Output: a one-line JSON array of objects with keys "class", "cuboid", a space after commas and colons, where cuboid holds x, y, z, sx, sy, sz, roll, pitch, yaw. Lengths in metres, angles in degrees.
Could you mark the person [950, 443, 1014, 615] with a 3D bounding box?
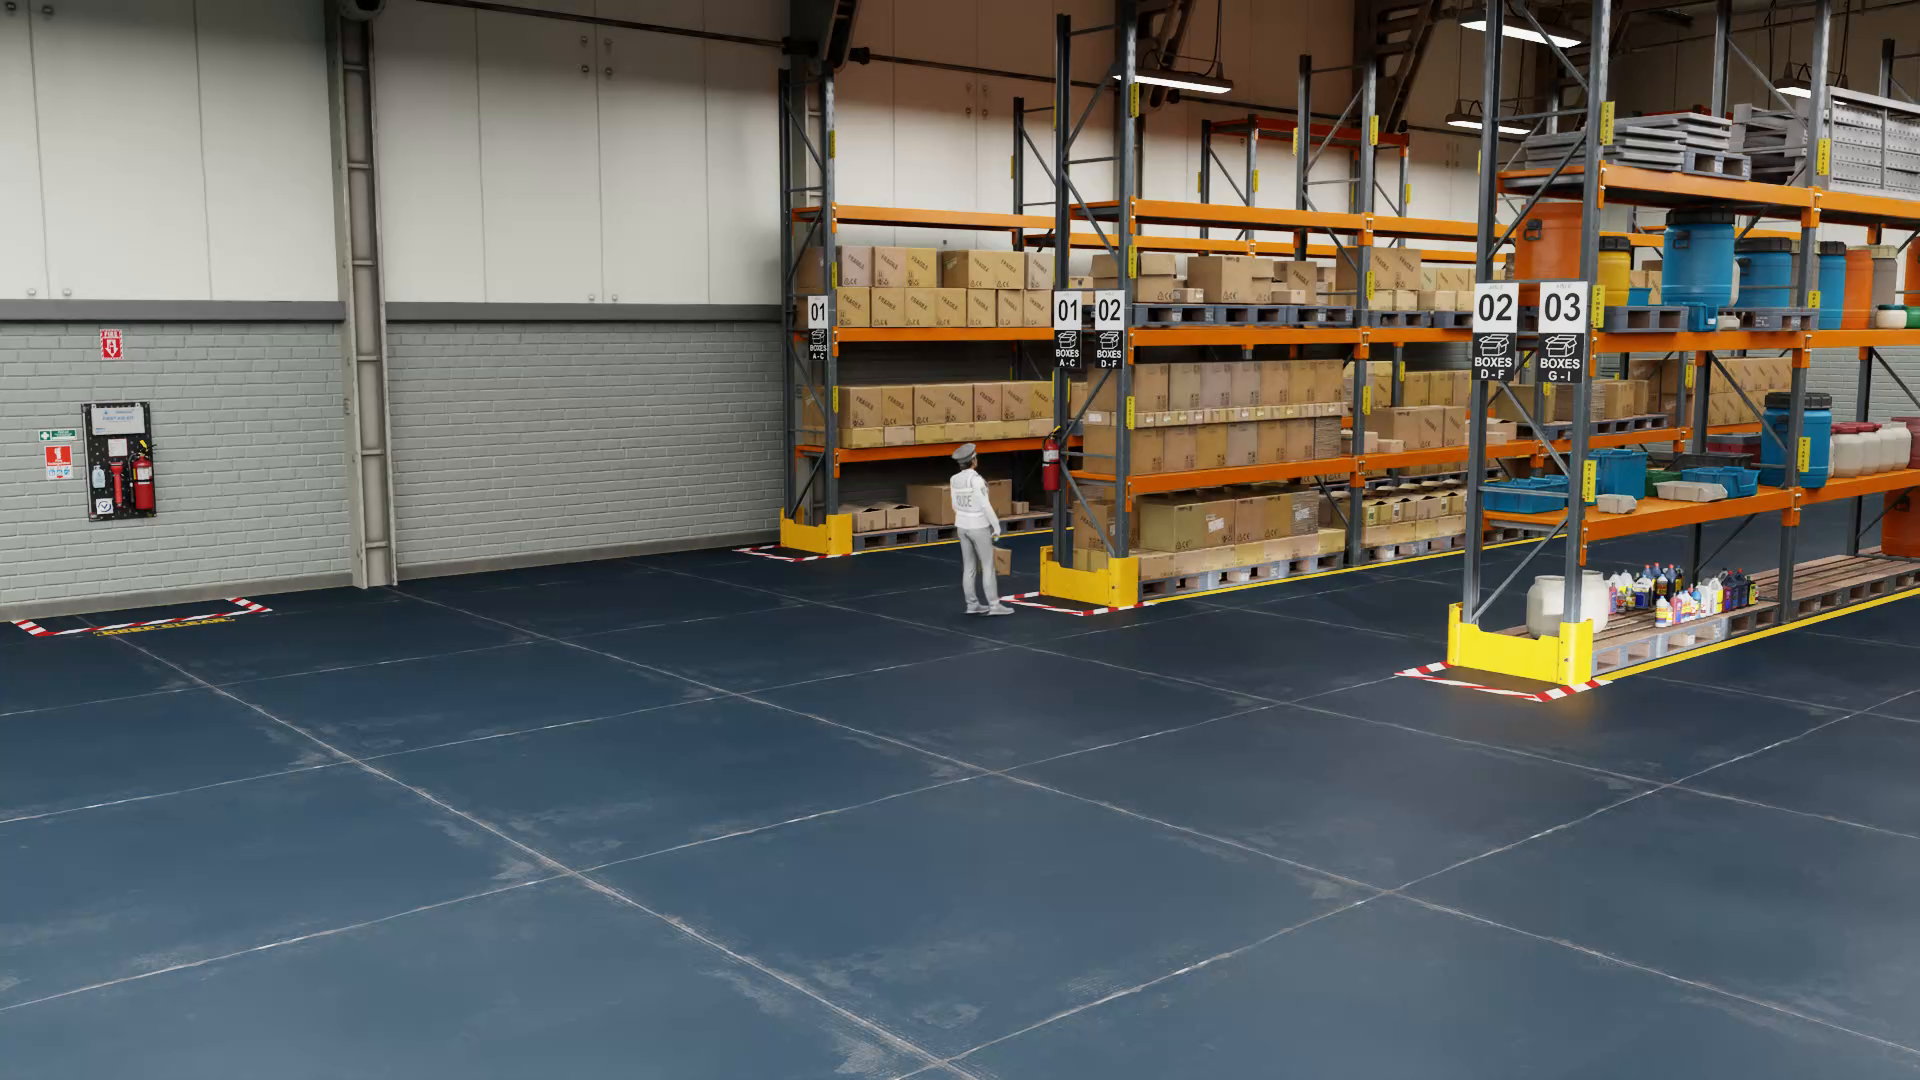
[{"class": "person", "cuboid": [0.184, -0.112, 16.442, 0.542, 1.697, 0.558, -7, 10, -41]}]
